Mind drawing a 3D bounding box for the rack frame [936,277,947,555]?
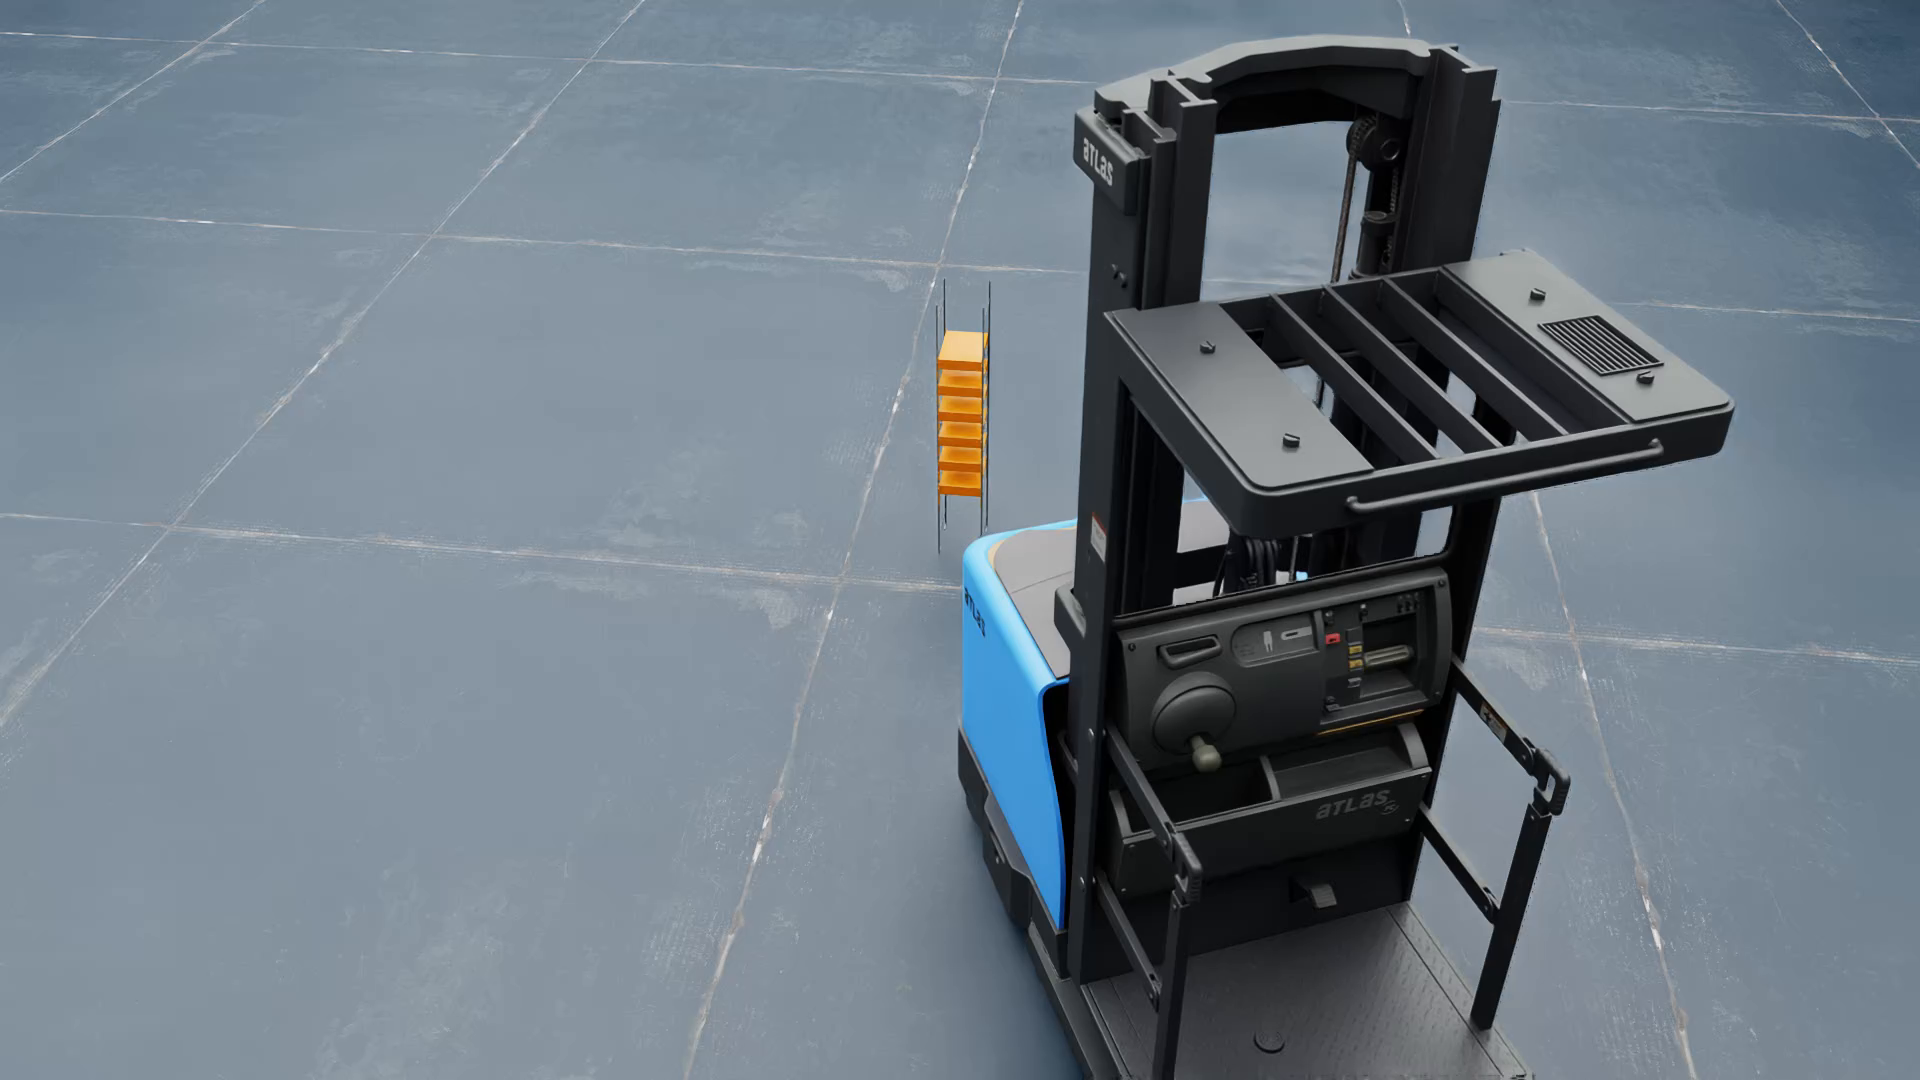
[{"bbox_3d":[-0.076,-0.494,6.909,0.006,1.200,0.240,4,36,6],"label":"rack frame"}]

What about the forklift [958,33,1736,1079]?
[{"bbox_3d":[0.924,0.407,4.156,1.130,2.935,3.031,-10,37,-14],"label":"forklift"}]

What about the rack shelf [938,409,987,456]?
[{"bbox_3d":[0.014,-0.451,6.926,0.180,0.103,0.258,4,36,6],"label":"rack shelf"}]

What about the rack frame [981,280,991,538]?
[{"bbox_3d":[0.105,-0.481,6.890,0.006,1.200,0.240,4,36,6],"label":"rack frame"}]

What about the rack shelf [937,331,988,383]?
[{"bbox_3d":[0.014,-0.744,6.717,0.180,0.103,0.258,4,36,6],"label":"rack shelf"}]

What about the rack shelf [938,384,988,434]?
[{"bbox_3d":[0.014,-0.549,6.856,0.180,0.103,0.258,4,36,6],"label":"rack shelf"}]

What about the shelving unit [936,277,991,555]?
[{"bbox_3d":[0.014,-0.487,6.900,0.189,1.200,0.258,4,36,6],"label":"shelving unit"}]

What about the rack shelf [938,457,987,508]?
[{"bbox_3d":[0.014,-0.256,7.065,0.180,0.103,0.258,4,36,6],"label":"rack shelf"}]

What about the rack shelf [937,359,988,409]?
[{"bbox_3d":[0.014,-0.646,6.786,0.180,0.103,0.258,4,36,6],"label":"rack shelf"}]

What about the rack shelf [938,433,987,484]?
[{"bbox_3d":[0.014,-0.353,6.995,0.180,0.103,0.258,4,36,6],"label":"rack shelf"}]
